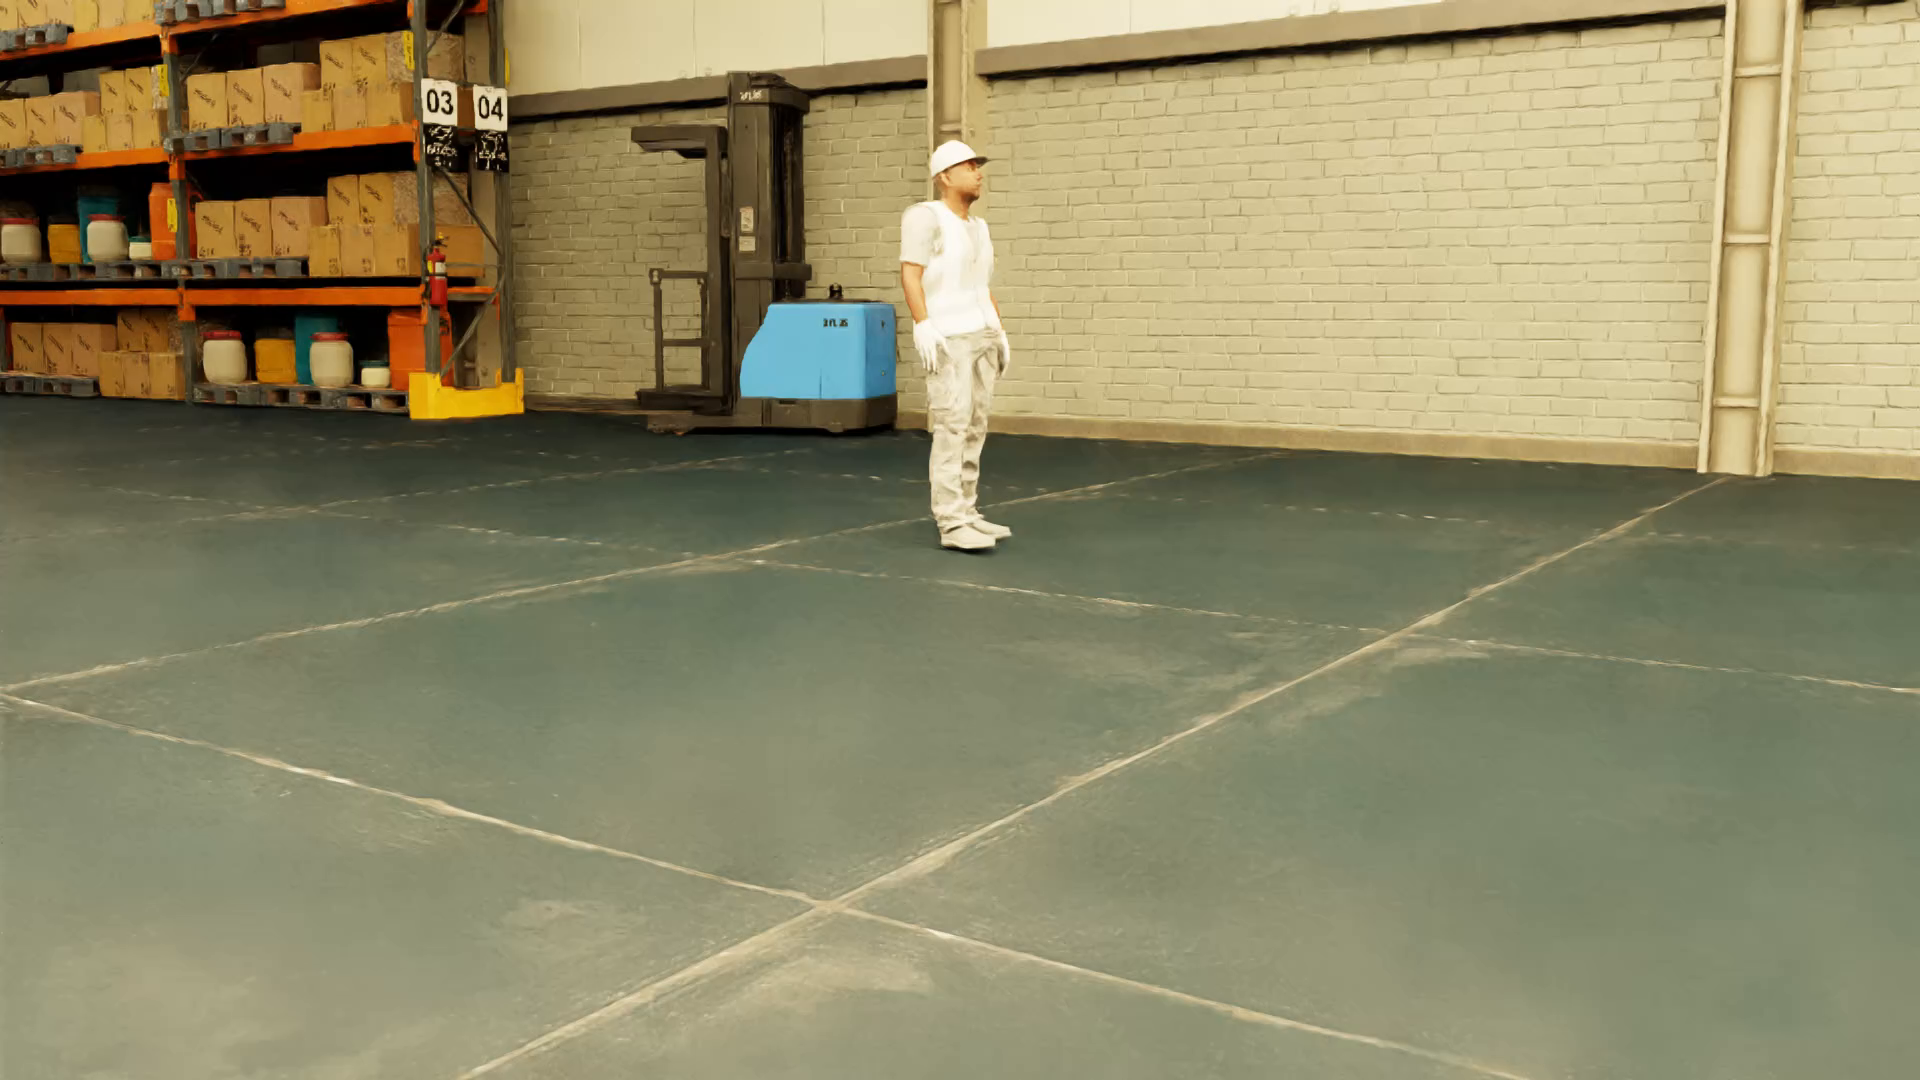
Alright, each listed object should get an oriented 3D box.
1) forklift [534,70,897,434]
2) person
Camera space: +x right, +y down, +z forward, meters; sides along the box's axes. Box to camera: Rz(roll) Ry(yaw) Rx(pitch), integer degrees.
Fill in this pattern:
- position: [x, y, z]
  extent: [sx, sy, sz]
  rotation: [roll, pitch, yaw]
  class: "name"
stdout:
- position: [-2.117, -2.400, 14.074]
  extent: [3.031, 2.935, 1.130]
  rotation: [2, 8, 14]
  class: "forklift"
- position: [0.055, -0.883, 7.431]
  extent: [0.576, 1.782, 0.655]
  rotation: [5, 10, 34]
  class: "person"
